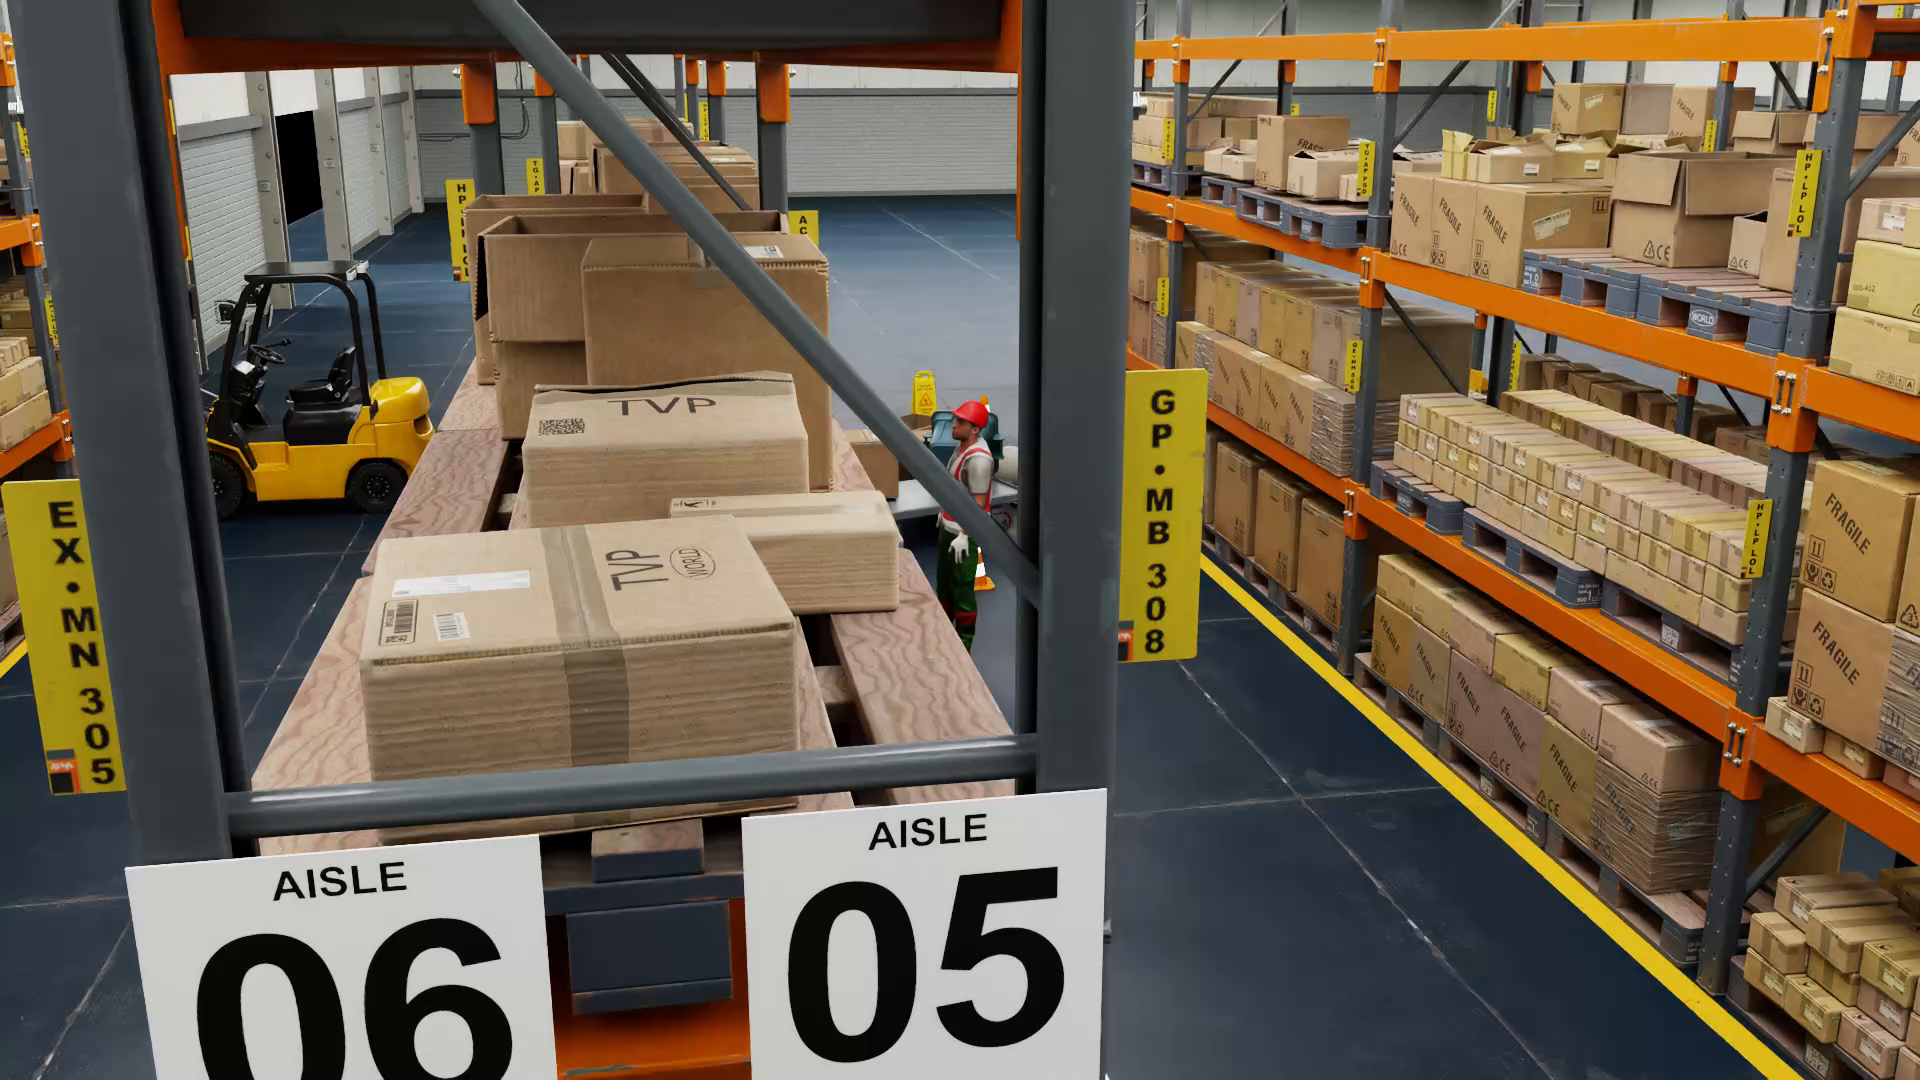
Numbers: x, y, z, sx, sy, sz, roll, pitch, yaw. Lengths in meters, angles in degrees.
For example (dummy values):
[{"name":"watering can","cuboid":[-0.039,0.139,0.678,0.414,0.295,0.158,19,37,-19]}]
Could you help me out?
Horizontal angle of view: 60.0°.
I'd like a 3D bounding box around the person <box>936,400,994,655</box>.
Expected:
[{"name":"person","cuboid":[-0.065,-0.064,11.179,0.564,1.788,0.624,-3,16,-10]}]
